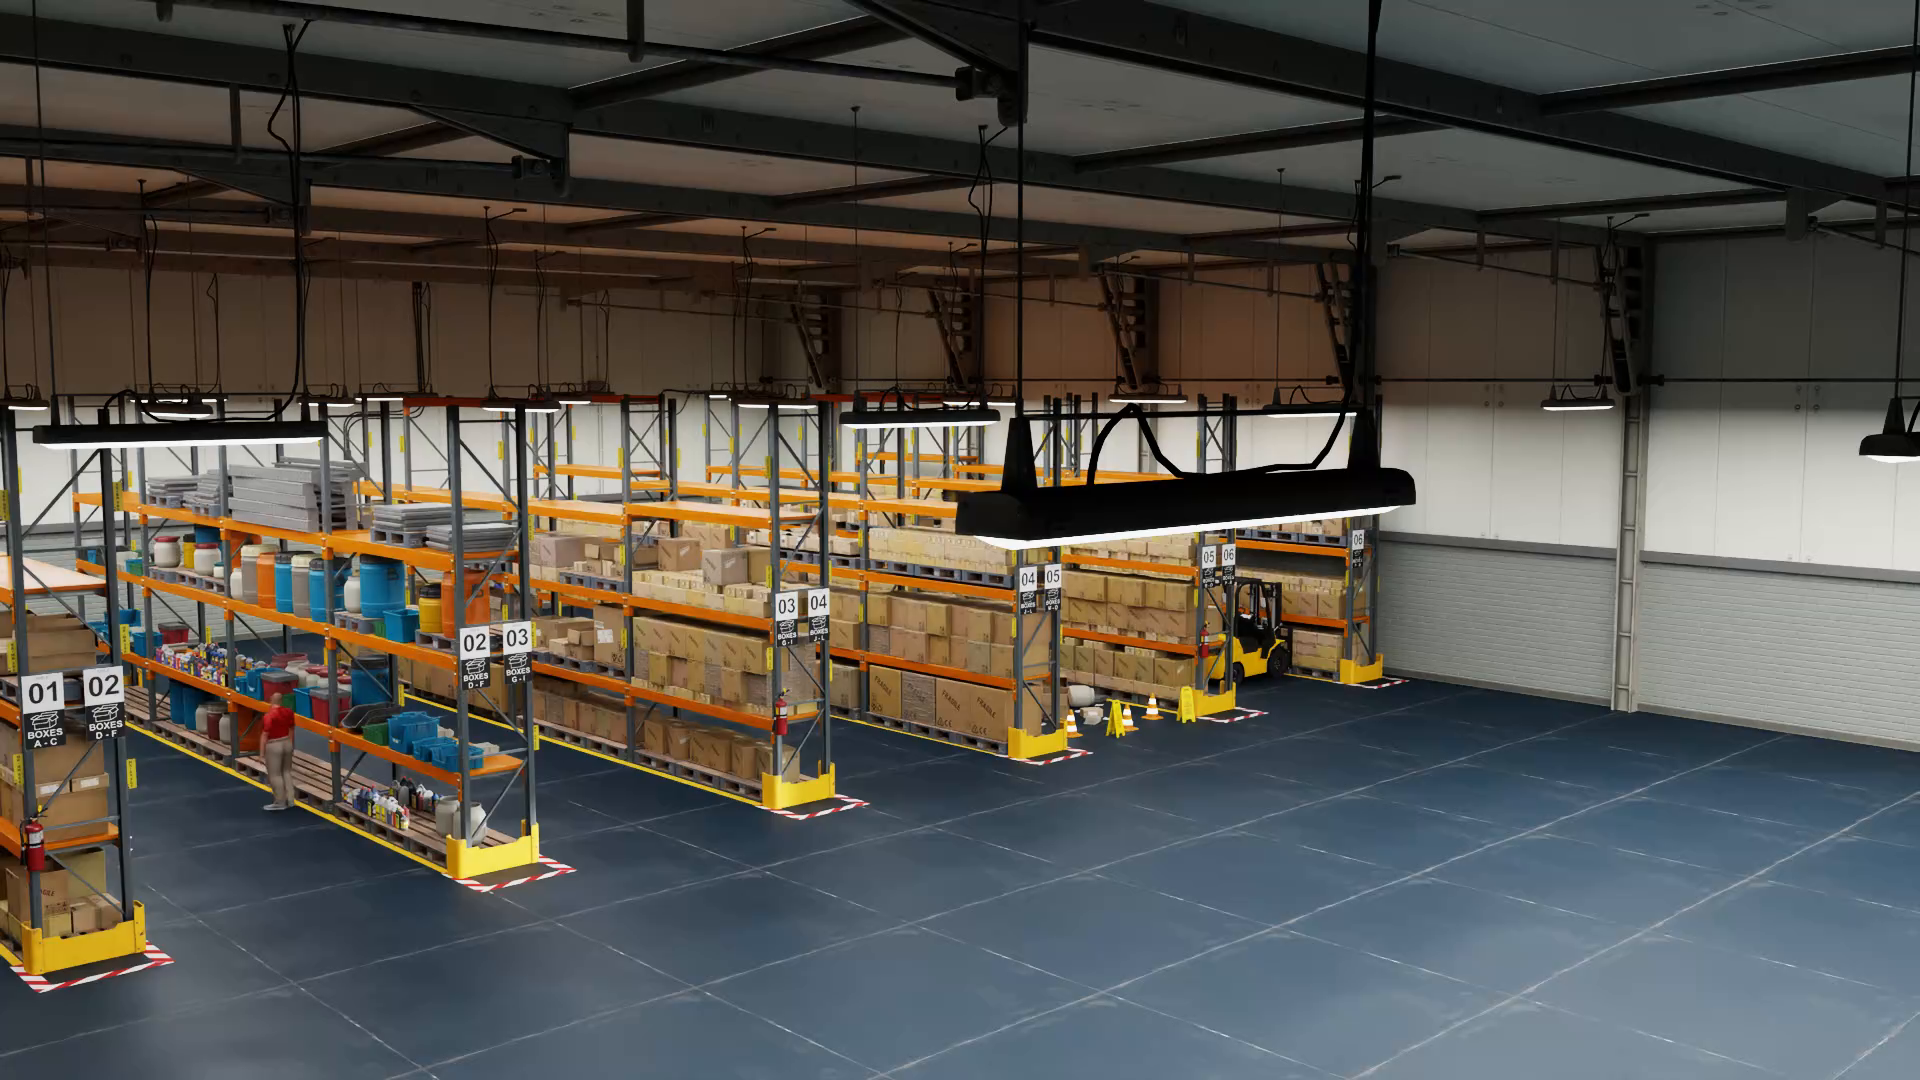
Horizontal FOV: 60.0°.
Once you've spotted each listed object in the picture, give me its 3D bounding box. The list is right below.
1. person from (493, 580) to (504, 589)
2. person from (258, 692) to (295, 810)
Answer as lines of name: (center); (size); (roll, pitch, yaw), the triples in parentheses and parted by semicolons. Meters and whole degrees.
person: (-11.055, 1.646, 39.876); (0.476, 1.646, 0.438); (-2, 6, -22)
person: (-10.068, 3.120, 24.475); (0.391, 1.773, 0.640); (2, 6, 23)
